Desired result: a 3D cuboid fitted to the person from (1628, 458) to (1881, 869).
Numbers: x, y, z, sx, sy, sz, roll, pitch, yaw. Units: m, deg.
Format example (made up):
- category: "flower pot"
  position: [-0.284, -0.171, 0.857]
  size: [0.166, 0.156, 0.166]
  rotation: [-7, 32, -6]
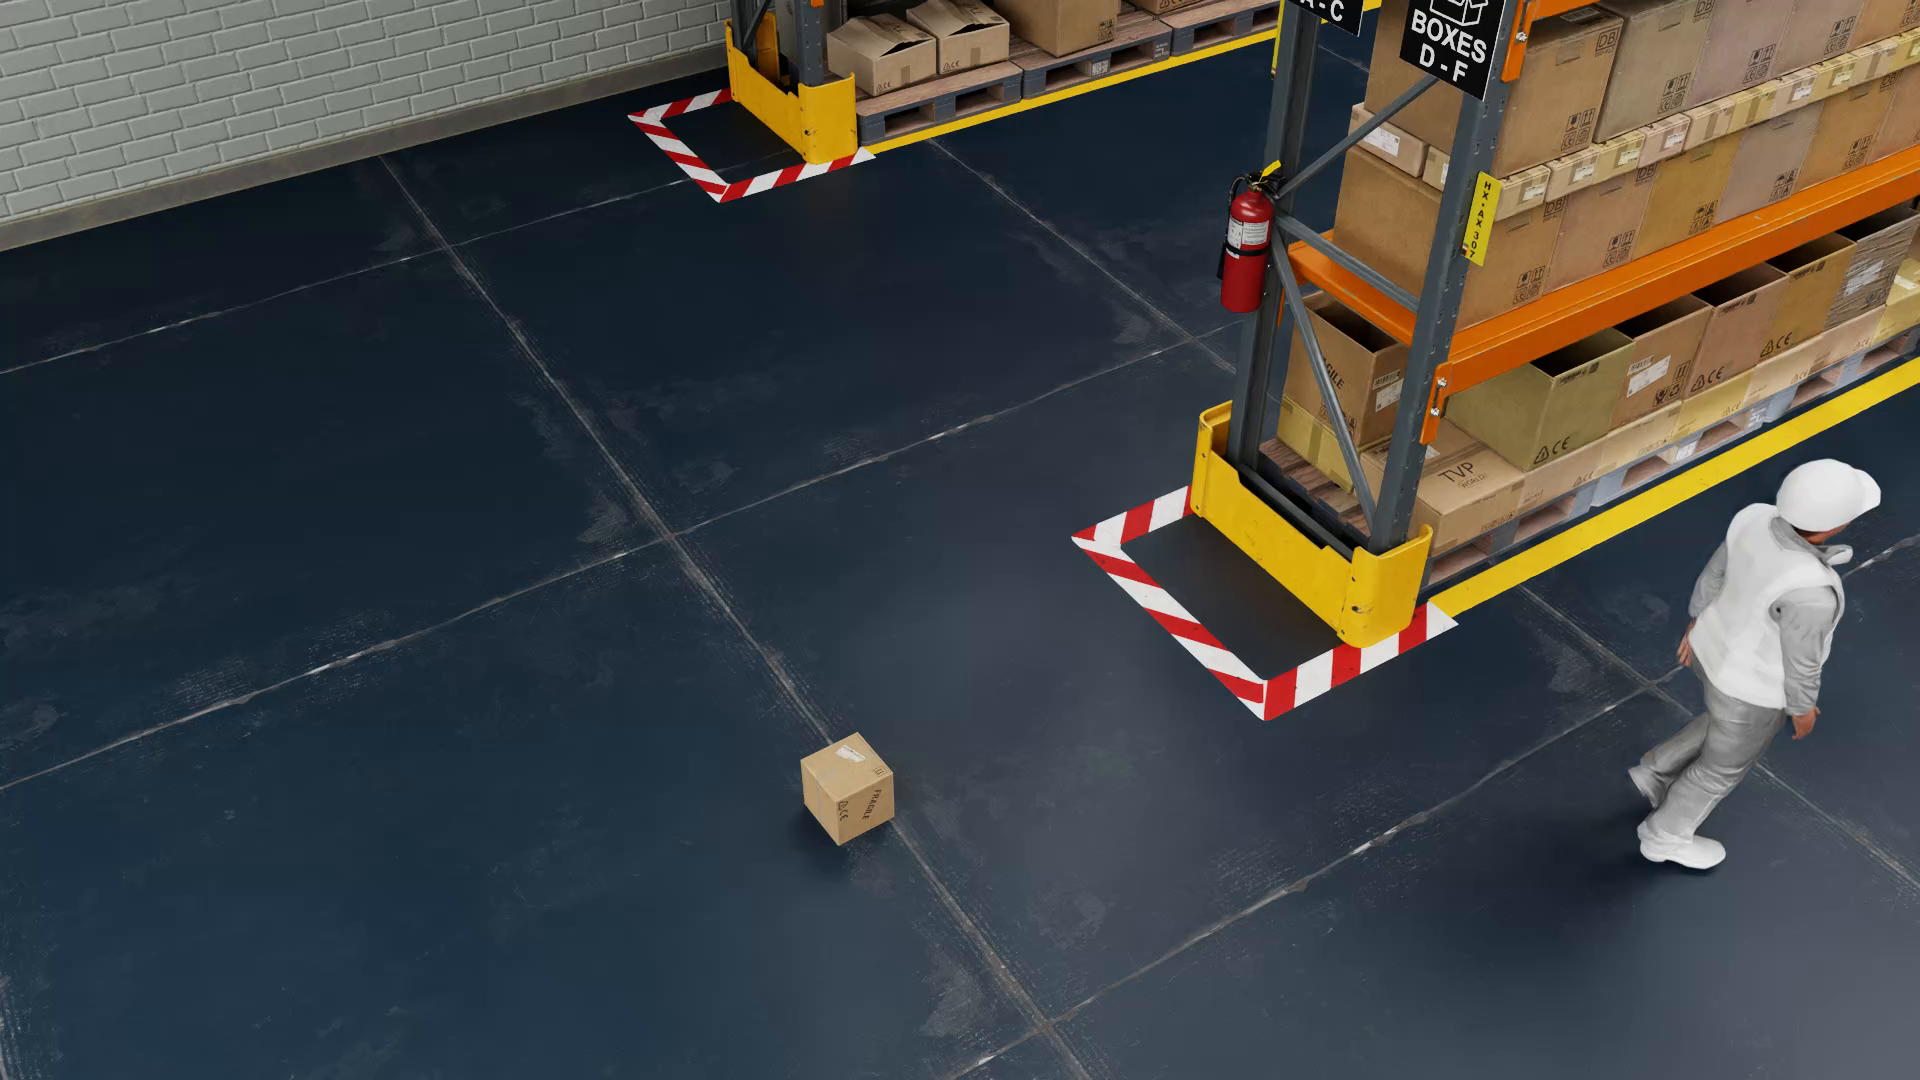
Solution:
- category: "person"
  position: [2.691, 0.431, 5.605]
  size: [0.447, 1.784, 0.540]
  rotation: [0, 41, 0]
